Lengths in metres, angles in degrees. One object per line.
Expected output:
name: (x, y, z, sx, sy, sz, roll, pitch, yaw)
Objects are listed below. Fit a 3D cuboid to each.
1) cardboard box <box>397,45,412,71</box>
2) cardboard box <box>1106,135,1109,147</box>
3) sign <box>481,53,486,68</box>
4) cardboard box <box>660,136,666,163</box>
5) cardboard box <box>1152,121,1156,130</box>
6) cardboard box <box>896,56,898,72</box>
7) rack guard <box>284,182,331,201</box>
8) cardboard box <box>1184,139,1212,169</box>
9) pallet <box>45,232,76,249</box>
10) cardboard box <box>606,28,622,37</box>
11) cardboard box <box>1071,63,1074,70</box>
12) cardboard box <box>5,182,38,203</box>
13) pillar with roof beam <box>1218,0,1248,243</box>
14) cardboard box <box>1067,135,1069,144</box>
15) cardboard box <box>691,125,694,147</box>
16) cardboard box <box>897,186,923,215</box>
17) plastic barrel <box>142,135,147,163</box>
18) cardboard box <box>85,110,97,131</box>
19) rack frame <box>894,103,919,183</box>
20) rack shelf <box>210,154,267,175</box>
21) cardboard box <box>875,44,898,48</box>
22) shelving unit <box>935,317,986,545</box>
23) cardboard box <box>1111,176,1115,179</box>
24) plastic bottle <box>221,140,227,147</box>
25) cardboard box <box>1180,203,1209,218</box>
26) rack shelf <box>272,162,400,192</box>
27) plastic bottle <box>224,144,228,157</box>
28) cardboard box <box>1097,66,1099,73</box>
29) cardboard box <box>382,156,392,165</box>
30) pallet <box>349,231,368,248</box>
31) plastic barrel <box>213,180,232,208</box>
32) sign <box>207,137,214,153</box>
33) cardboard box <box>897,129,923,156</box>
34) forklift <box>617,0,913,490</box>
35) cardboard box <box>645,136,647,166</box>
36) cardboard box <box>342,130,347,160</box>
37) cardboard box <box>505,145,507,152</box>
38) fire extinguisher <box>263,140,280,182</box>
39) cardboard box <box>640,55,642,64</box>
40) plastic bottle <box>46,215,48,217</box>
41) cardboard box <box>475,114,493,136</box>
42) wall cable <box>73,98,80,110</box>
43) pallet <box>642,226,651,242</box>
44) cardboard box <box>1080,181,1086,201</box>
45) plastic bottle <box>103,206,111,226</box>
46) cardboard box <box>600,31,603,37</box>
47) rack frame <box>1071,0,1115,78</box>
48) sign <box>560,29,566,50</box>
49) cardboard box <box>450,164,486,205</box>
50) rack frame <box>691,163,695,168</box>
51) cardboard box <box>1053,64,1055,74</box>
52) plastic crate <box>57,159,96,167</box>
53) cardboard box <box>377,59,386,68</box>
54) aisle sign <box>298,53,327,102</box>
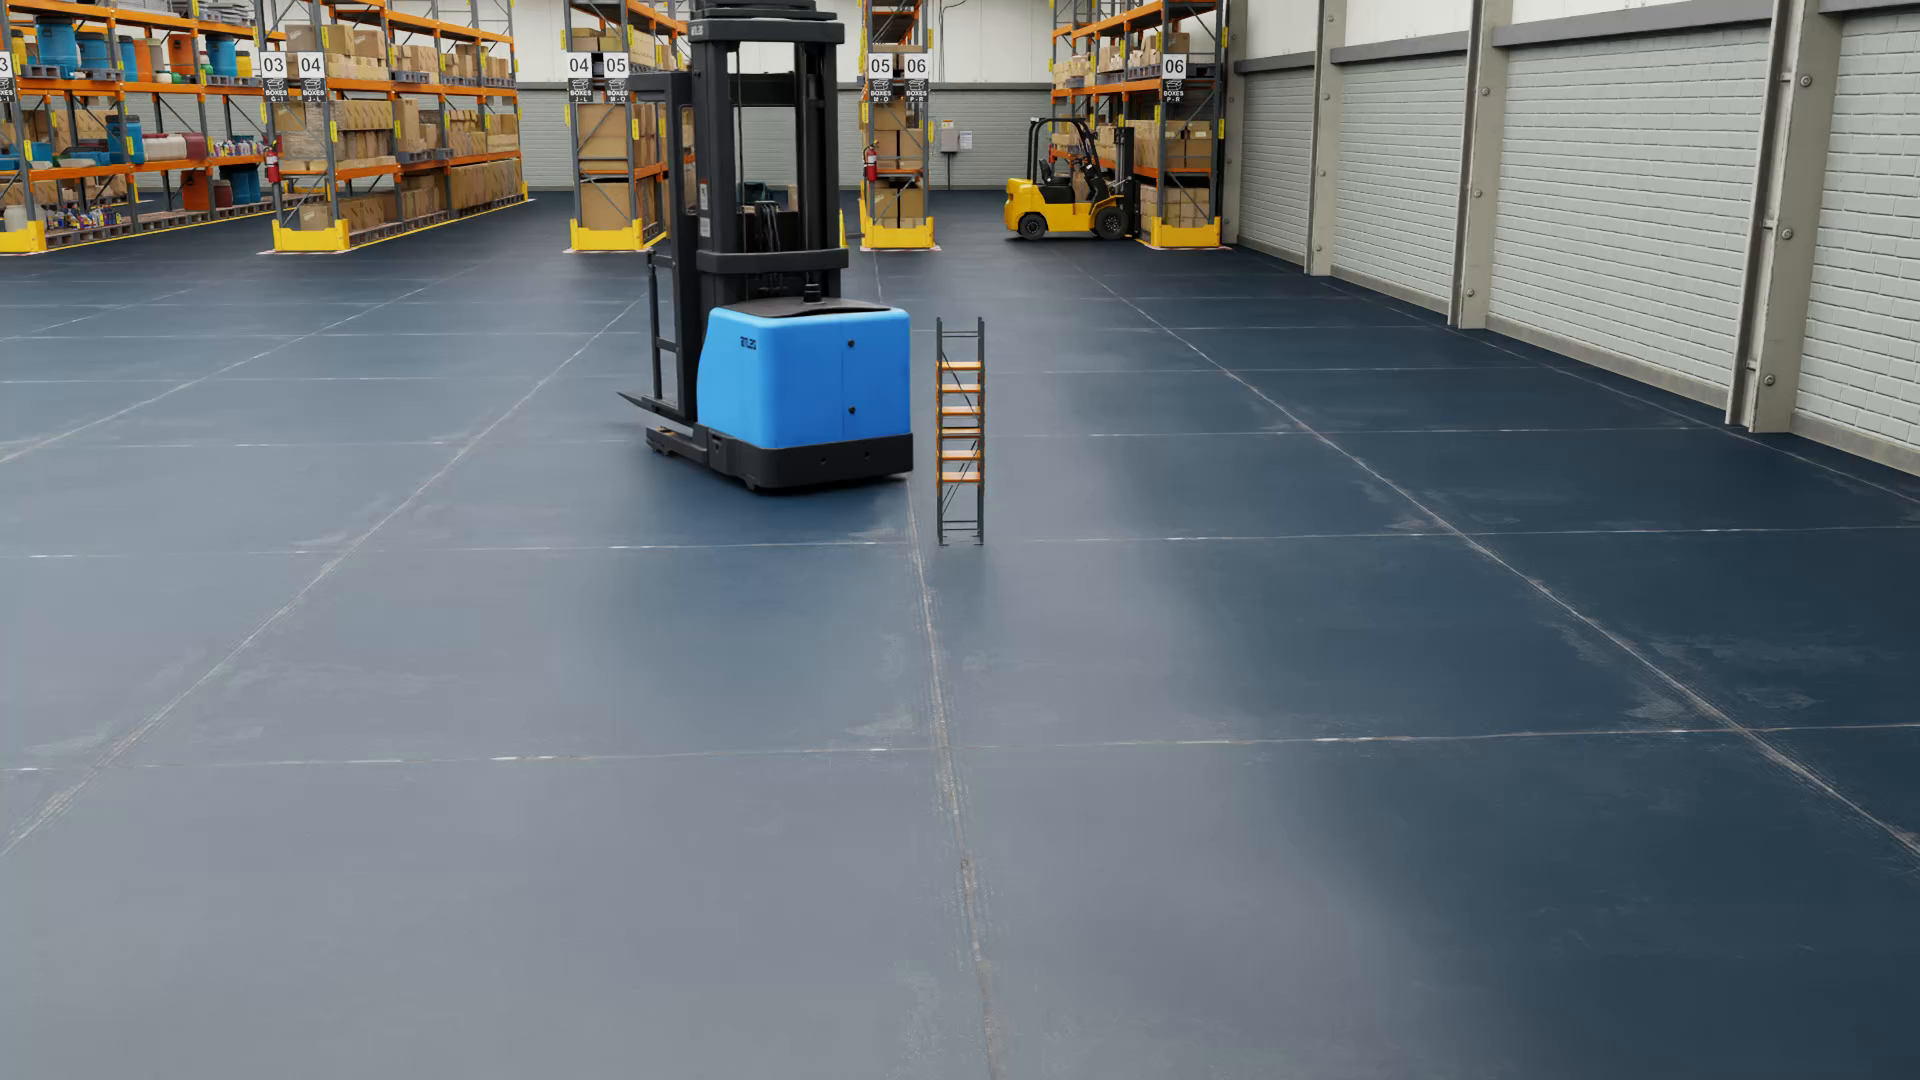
cardboard box: (-11.171, -9.395, 32.452, 0.797, 0.503, 0.637, 0, 14, -1)
cardboard box: (3.301, -8.236, 34.312, 0.500, 0.250, 0.500, -1, 14, -3)
sign: (-11.136, -11.192, 38.818, 0.100, 0.325, 0.005, -1, 14, -3)
cardboard box: (-5.989, -7.571, 32.232, 0.500, 0.500, 0.500, -1, 14, -3)
cardboard box: (3.589, -7.290, 29.241, 0.380, 0.149, 0.250, -1, 14, -2)
cardboard box: (-0.886, -8.401, 29.344, 0.500, 0.250, 0.500, 0, 14, -2)
rack guard: (-16.883, -9.040, 43.156, 1.175, 0.500, 0.348, -1, 14, -3)
cardboard box: (4.158, -6.748, 29.033, 0.500, 0.500, 0.500, 0, 14, -2)
pallet: (-15.974, -5.135, 28.561, 1.003, 0.211, 1.213, -1, 14, -3)
cardboard box: (-5.680, -8.450, 27.689, 0.380, 0.149, 0.250, -1, 14, -3)
cardboard box: (2.810, -11.073, 38.889, 0.380, 0.149, 0.250, -1, 14, -4)
cardboard box: (-21.195, -7.810, 37.496, 0.500, 0.500, 0.500, -1, 14, -3)
pillar with roof beam: (0.471, -9.598, 28.271, 9.100, 9.000, 0.400, -1, 14, -3)
cardboard box: (2.893, -9.751, 40.609, 0.500, 0.250, 0.500, -1, 14, -2)
cardboard box: (-6.499, -9.697, 39.897, 0.500, 0.500, 0.500, -1, 14, -4)
cardboard box: (-0.855, -6.070, 29.770, 0.500, 0.500, 0.500, -1, 14, -6)
plastic barrel: (-15.965, -7.567, 32.144, 0.433, 0.535, 0.433, 0, 14, 0)
cardboard box: (-21.410, -10.213, 40.493, 0.500, 0.500, 0.500, 0, 14, -2)
rack frame: (-1.290, -7.489, 32.115, 1.000, 3.000, 0.127, -1, 14, -3)
rack shelf: (-16.496, -8.404, 37.113, 1.077, 0.370, 4.000, -1, 14, -3)
cardboard box: (-1.453, -9.457, 32.198, 0.500, 0.250, 0.500, -1, 14, -2)
shelving unit: (0.001, -0.577, 8.863, 0.258, 1.200, 0.189, -1, 14, -3)
cardboard box: (3.610, -8.130, 37.478, 0.380, 0.149, 0.250, -1, 14, -3)
plastic bottle: (-16.312, -8.692, 36.889, 0.144, 0.351, 0.185, -1, 14, -3)
cardboard box: (4.090, -5.806, 29.245, 0.500, 0.250, 0.500, -1, 14, -2)
rack shelf: (-11.057, -6.491, 29.677, 1.077, 0.370, 4.000, -1, 14, -3)
plastic bottle: (-16.108, -8.540, 36.456, 0.097, 0.271, 0.097, 0, 14, 0)
cardboard box: (3.134, -10.062, 35.518, 0.380, 0.166, 0.250, -1, 14, -4)
cardboard box: (-10.869, -7.104, 31.119, 0.380, 0.149, 0.250, -1, 14, -3)
pallet: (-10.953, -5.213, 28.862, 1.003, 0.211, 1.213, -1, 14, -3)
plastic barrel: (-16.490, -7.693, 36.901, 0.600, 0.588, 0.708, -1, 14, -3)
sign: (-15.824, -8.344, 35.109, 0.100, 0.325, 0.005, -1, 14, -3)
cardboard box: (-0.863, -7.065, 29.667, 0.500, 0.500, 0.500, -1, 14, -5)
forklift: (-1.492, -2.038, 11.067, 1.130, 2.935, 3.031, -9, 17, -30)
cardboard box: (-6.084, -6.966, 29.780, 0.875, 0.550, 0.500, -1, 14, -3)
cardboard box: (-11.091, -6.794, 28.614, 0.875, 0.500, 0.500, -1, 14, -3)
cardboard box: (-11.480, -9.736, 41.349, 0.380, 0.149, 0.250, -1, 14, -2)
fire extinguisher: (-11.386, -6.269, 27.525, 0.296, 0.674, 0.183, -1, 14, -3)
cardboard box: (-5.756, -8.380, 29.017, 0.380, 0.149, 0.250, -1, 14, -4)
plastic bottle: (-16.425, -5.707, 29.770, 0.152, 0.276, 0.135, -1, 14, -5)
cardboard box: (-11.451, -9.884, 39.620, 0.500, 0.500, 0.500, -1, 14, -3)
wall cable: (-26.750, -12.905, 47.356, 3.097, 2.526, 0.112, -1, 14, -3)
pallet: (-6.177, -5.543, 30.146, 1.003, 0.211, 1.213, -1, 14, -3)
cardboard box: (3.069, -8.040, 38.429, 0.500, 0.500, 0.500, -1, 14, -5)
plastic bottle: (-15.785, -5.987, 30.708, 0.144, 0.351, 0.185, -2, 15, -6)
cardboard box: (-6.415, -8.757, 28.882, 0.380, 0.149, 0.250, -1, 14, -4)
rack frame: (3.168, -12.462, 39.402, 1.000, 3.000, 0.127, -1, 14, -3)
sign: (-6.519, -8.231, 27.361, 0.100, 0.325, 0.005, -1, 14, -3)
cardboard box: (-11.561, -8.119, 37.985, 1.225, 0.875, 0.875, -1, 14, -5)
rack frame: (-6.968, -10.372, 43.320, 1.000, 3.000, 0.127, -1, 14, -3)
cardboard box: (2.697, -12.203, 43.117, 0.500, 0.250, 0.500, -1, 14, -4)
plastic crate: (-15.771, -6.732, 29.702, 0.530, 0.136, 0.437, -1, 14, -3)
cardboard box: (-10.873, -8.833, 30.819, 0.380, 0.149, 0.250, 0, 14, -2)
aisle sign: (-10.630, -7.590, 27.288, 0.394, 0.787, 0.004, -1, 14, -3)
